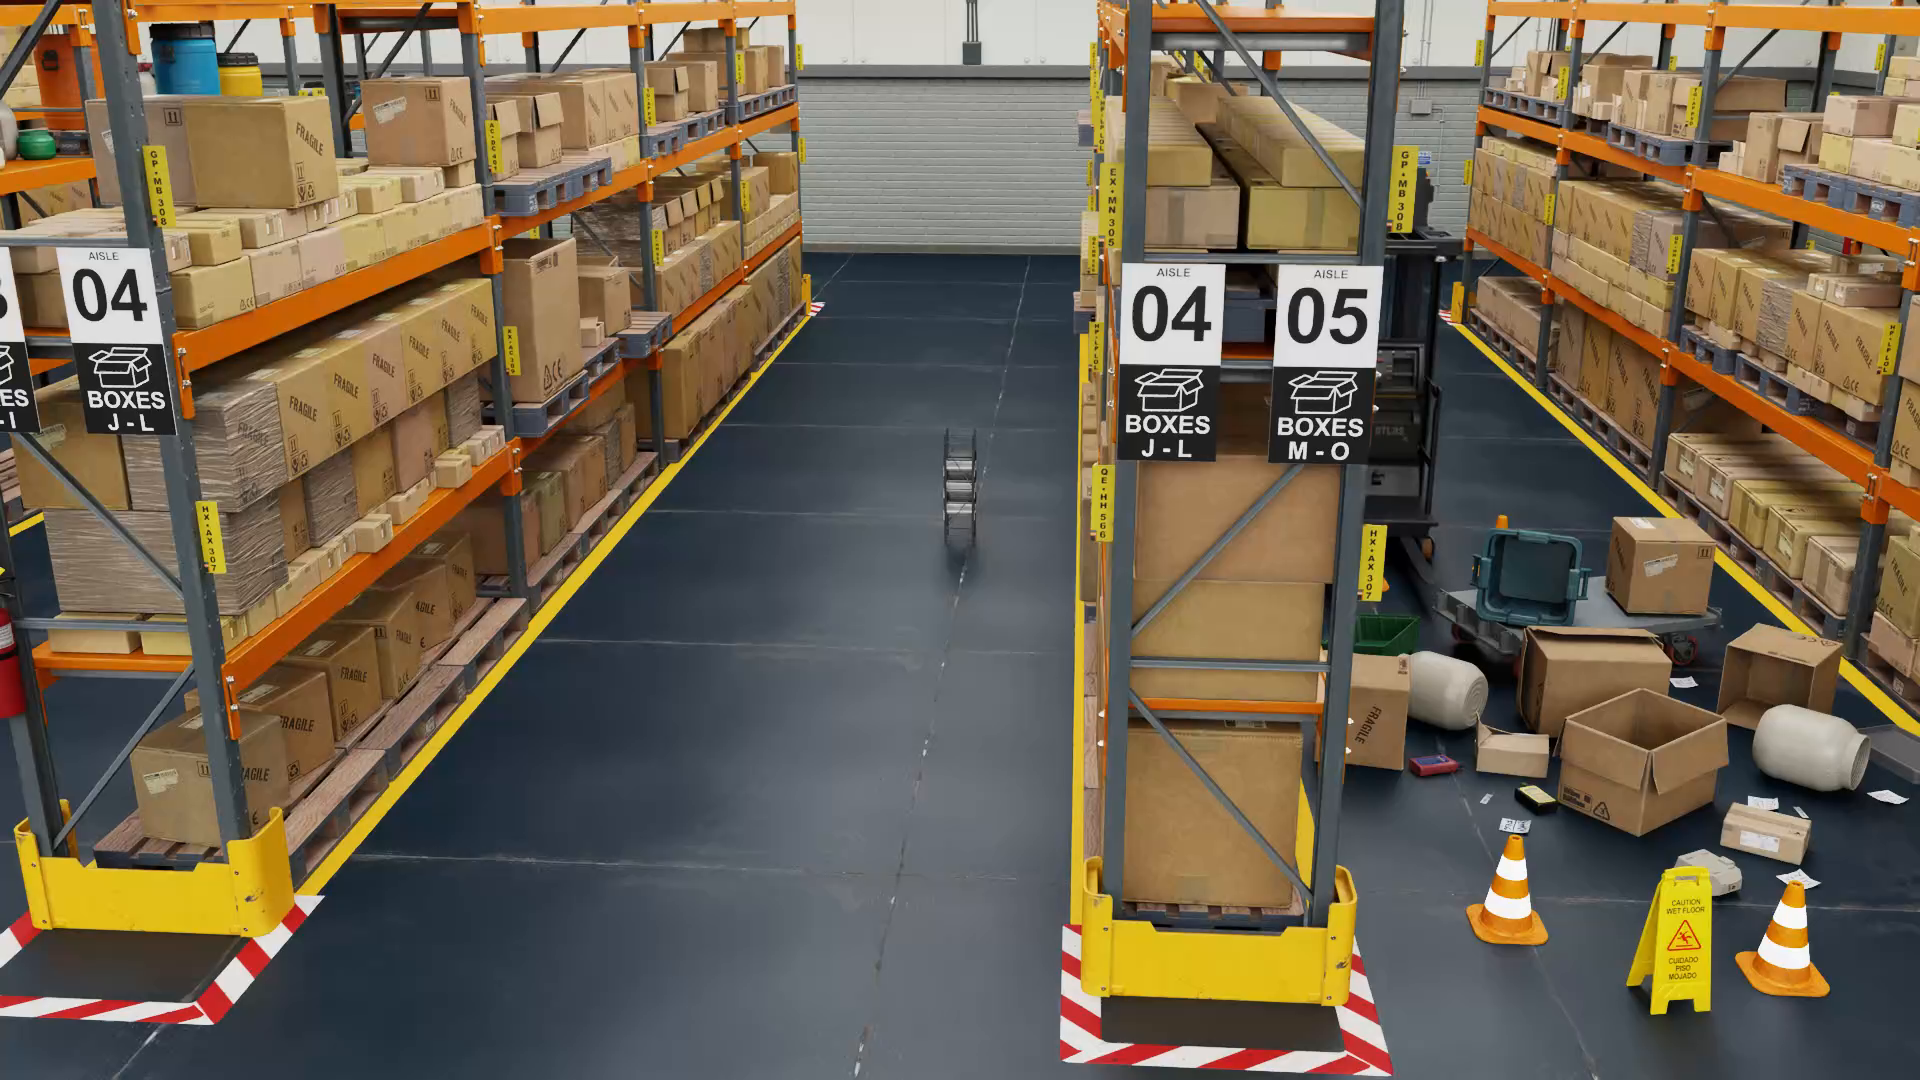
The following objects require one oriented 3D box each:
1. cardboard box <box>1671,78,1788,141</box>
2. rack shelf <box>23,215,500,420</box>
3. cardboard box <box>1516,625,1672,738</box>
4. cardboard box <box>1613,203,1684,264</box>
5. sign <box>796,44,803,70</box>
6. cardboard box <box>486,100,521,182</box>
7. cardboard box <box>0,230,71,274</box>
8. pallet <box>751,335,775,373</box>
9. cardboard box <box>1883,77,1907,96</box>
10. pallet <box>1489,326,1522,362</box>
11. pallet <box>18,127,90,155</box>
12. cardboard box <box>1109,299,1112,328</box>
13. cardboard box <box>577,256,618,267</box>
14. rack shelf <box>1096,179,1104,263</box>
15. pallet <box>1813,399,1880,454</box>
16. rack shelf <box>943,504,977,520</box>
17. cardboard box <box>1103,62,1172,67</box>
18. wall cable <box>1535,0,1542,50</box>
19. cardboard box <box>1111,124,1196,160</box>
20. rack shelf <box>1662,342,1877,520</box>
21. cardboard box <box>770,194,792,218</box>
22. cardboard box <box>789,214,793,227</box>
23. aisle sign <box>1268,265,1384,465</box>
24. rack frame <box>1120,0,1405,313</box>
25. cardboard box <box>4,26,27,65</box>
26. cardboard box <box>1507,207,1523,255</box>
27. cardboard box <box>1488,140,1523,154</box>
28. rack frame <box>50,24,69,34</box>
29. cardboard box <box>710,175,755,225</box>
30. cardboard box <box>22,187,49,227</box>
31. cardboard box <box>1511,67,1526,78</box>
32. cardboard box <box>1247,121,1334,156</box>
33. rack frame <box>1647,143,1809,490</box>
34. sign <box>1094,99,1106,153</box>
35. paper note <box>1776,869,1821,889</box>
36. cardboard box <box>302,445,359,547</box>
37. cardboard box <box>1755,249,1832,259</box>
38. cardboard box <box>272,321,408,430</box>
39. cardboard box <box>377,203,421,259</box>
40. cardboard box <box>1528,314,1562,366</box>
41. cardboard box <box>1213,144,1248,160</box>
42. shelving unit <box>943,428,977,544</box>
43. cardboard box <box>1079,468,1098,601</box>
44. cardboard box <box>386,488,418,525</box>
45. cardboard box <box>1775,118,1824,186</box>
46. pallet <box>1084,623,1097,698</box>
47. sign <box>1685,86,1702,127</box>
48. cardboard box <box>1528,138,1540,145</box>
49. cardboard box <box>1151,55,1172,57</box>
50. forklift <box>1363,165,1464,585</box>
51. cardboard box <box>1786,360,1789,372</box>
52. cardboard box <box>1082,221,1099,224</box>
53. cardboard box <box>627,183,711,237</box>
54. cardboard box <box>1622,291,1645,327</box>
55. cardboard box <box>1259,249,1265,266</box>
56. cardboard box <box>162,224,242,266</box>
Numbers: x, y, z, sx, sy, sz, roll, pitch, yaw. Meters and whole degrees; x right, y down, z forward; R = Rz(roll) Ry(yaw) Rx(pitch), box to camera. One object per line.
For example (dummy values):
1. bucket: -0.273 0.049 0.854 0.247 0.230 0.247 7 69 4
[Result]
1. cardboard box: 6.524 -3.670 14.149 0.797 0.503 0.637 0 18 1
2. rack shelf: -3.667 -1.317 8.963 1.077 0.370 4.000 1 18 4
3. cardboard box: 3.734 0.838 9.840 0.797 0.637 0.503 1 18 4
4. cardboard box: 6.495 -2.878 15.624 0.500 0.500 0.500 1 18 4
5. sign: -2.123 -6.374 21.945 0.100 0.325 0.005 1 18 4
6. cardboard box: -3.391 -2.673 11.104 0.797 0.503 0.637 0 18 1
7. cardboard box: -4.102 -1.249 7.201 0.380 0.149 0.250 1 18 4
8. pallet: -2.818 -2.249 19.947 1.003 0.211 1.213 1 18 4
9. cardboard box: 11.868 -5.615 20.686 0.500 0.250 0.500 1 18 3
10. pallet: 7.152 -2.407 20.431 1.003 0.211 1.213 1 18 4
11. pallet: -8.025 -3.779 15.624 1.003 0.211 1.213 1 18 4
12. cardboard box: 1.356 -1.183 10.242 0.875 0.550 0.550 1 18 4
13. cardboard box: -3.236 -2.175 14.410 0.500 0.500 0.500 -1 18 -3
14. rack shelf: 1.560 -2.417 12.321 1.077 0.370 4.000 1 18 4
15. pallet: 6.561 -0.776 11.283 1.003 0.211 1.213 1 18 4
16. rack shelf: 0.001 -0.227 13.357 0.258 0.077 0.200 1 18 4
17. cardboard box: 1.853 -4.754 17.463 0.700 0.500 0.500 1 18 4
18. wall cable: 8.098 -8.967 26.336 2.355 3.000 0.029 1 18 4
19. cardboard box: 0.889 -1.830 7.660 0.380 0.149 0.250 1 18 4
20. rack shelf: 6.504 -0.913 12.547 1.077 0.370 4.000 1 18 4
21. cardboard box: -2.470 -4.338 21.607 0.500 0.250 0.500 1 18 3
22. cardboard box: -2.397 -4.185 21.782 0.380 0.149 0.250 1 18 4
23. aisle sign: 1.424 -0.677 6.497 0.394 0.787 0.004 1 18 4
24. rack frame: 1.130 -2.321 6.055 1.000 3.000 0.127 1 18 4
25. cardboard box: -12.685 -6.439 21.672 0.700 0.500 0.500 1 18 4
26. cardboard box: 6.765 -3.632 19.529 0.500 0.500 0.500 1 18 3
27. cardboard box: 6.839 -4.926 20.831 0.380 0.149 0.250 2 18 6
28. rack frame: -12.544 -7.655 22.333 1.000 3.000 0.127 1 18 4
29. cardboard box: -2.661 -3.909 19.094 0.500 0.500 0.500 1 18 4
30. cardboard box: -12.379 -4.390 21.844 0.500 0.500 0.500 1 18 4
31. cardboard box: 7.279 -5.820 20.956 0.500 0.250 0.500 0 18 -1
32. cardboard box: 1.563 -1.894 7.855 0.380 0.149 0.250 1 18 3
33. rack frame: 6.648 -1.876 14.330 1.000 3.000 0.127 1 18 4
34. sign: 0.874 -2.542 10.212 0.100 0.325 0.005 1 18 4
35. paper note: 4.156 1.682 8.242 0.148 0.019 0.142 -5 19 -15
36. cardboard box: -3.748 -0.284 8.833 0.875 0.500 0.500 1 18 4
37. cardboard box: 6.892 -2.117 13.753 0.500 0.500 0.500 1 18 2
38. cardboard box: -3.392 -0.907 9.130 0.500 0.500 0.500 1 18 4
39. cardboard box: -3.375 -1.741 9.343 0.500 0.250 0.500 1 18 4
40. cardboard box: 7.086 -2.293 19.043 0.875 0.438 0.875 1 18 3
41. cardboard box: 1.528 -1.827 8.293 0.500 0.250 0.500 1 18 4
42. shelving unit: 0.001 -0.430 13.291 0.258 0.900 0.210 1 18 4
43. cardboard box: 1.371 -0.038 11.660 1.050 0.750 0.750 1 18 4
44. cardboard box: -3.368 -0.196 9.609 0.380 0.149 0.250 1 18 4
45. cardboard box: 6.567 -2.876 12.400 0.797 0.503 0.637 1 18 4
46. pallet: 1.284 0.847 10.499 1.003 0.211 1.213 1 18 4
47. sign: 6.095 -3.599 13.816 0.100 0.325 0.005 1 18 4
48. cardboard box: 7.401 -4.996 21.045 0.380 0.149 0.250 2 18 5
49. cardboard box: 2.546 -6.111 21.236 0.380 0.149 0.250 1 18 3
50. forklift: 3.152 -1.350 12.835 1.130 2.935 3.031 1 18 4
51. cardboard box: 6.331 -1.276 12.228 0.380 0.149 0.250 1 18 2
52. cardboard box: 1.448 -3.204 17.158 0.380 0.149 0.250 1 18 3
53. cardboard box: -3.048 -3.452 17.369 0.797 0.503 0.637 1 18 5
54. cardboard box: 6.446 -2.126 15.336 0.500 0.250 0.500 2 18 5
55. cardboard box: 1.510 -1.280 7.262 0.380 0.149 0.250 1 18 4
56. cardboard box: -3.445 -1.315 7.401 0.380 0.149 0.250 2 18 5
